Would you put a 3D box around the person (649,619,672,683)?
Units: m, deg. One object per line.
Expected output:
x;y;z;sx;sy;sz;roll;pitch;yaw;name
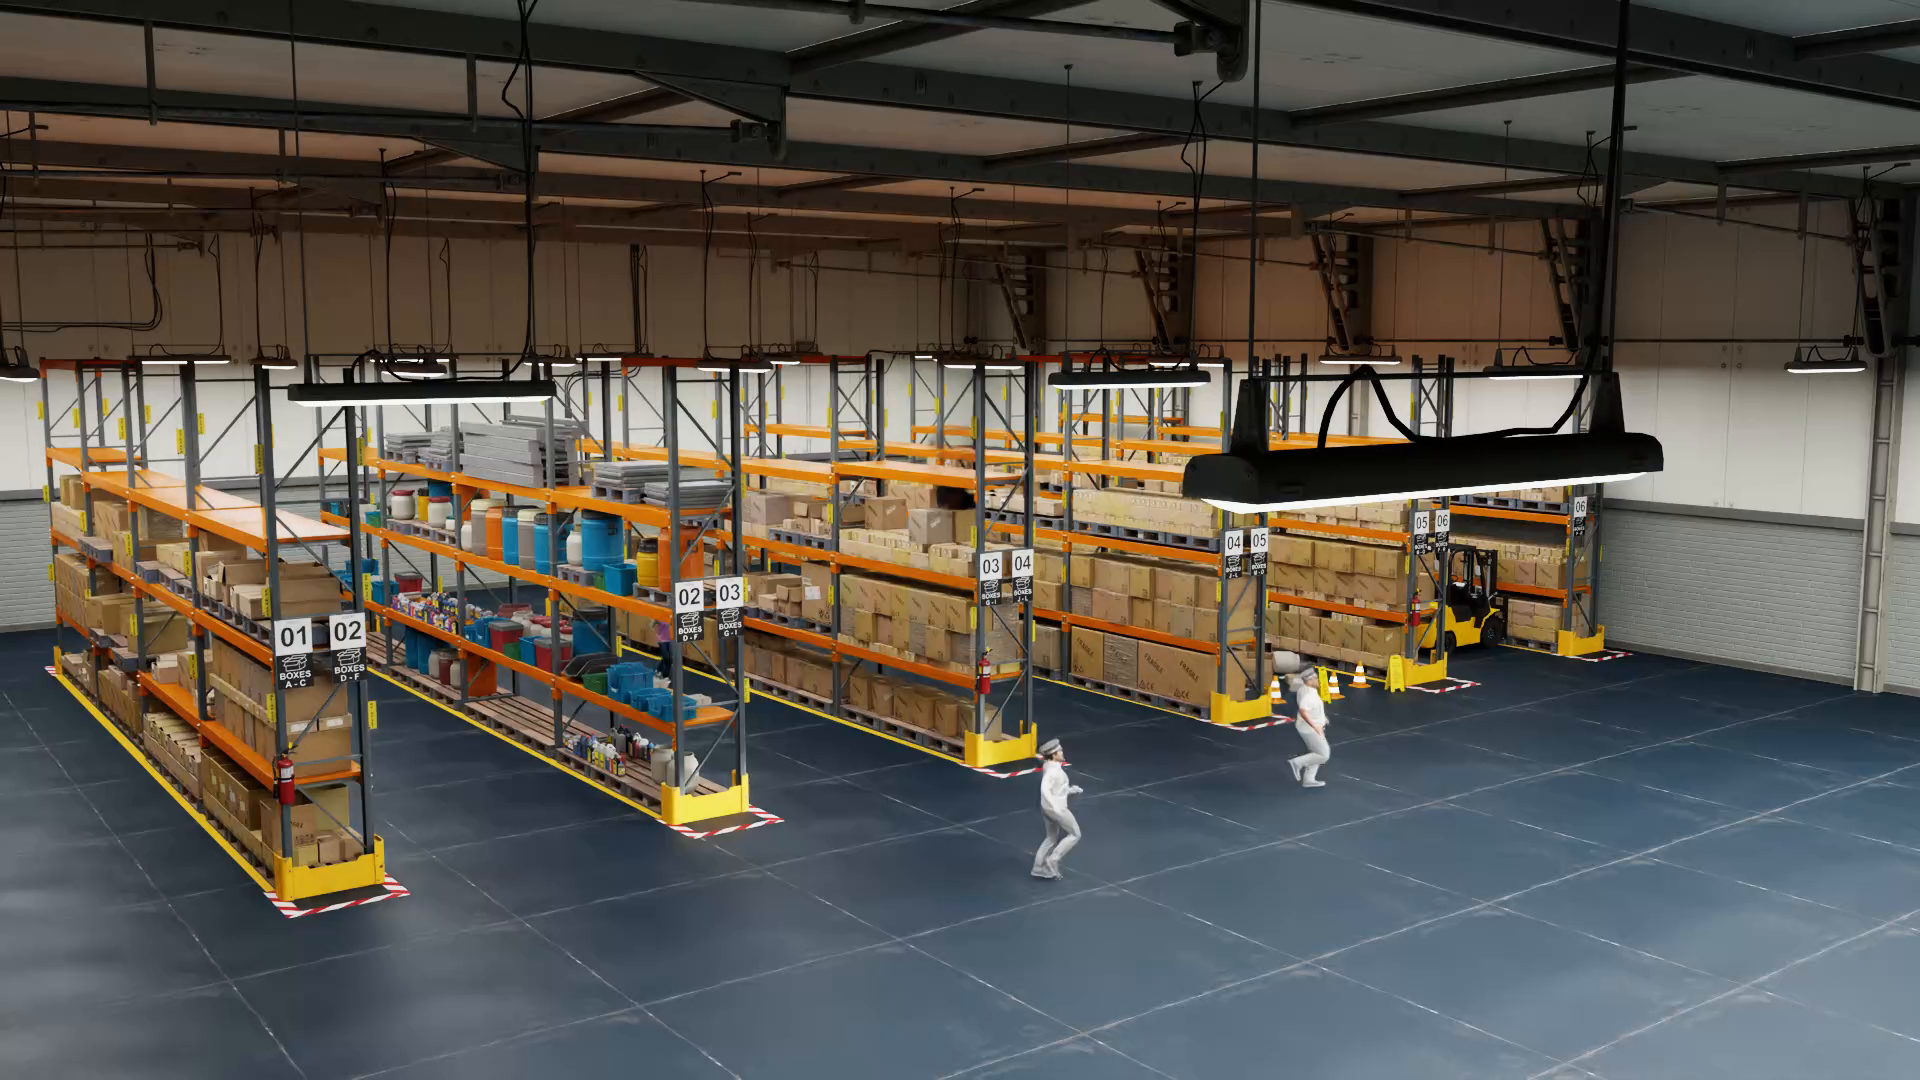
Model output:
-5.404;1.878;30.663;0.531;1.556;0.540;-6;9;-41;person

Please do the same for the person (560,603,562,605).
-8.905;0.760;38.872;0.891;1.822;0.737;-3;7;-21;person

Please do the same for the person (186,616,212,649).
-14.876;1.617;32.437;0.966;1.634;0.621;6;9;39;person

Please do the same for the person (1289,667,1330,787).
4.952;2.653;23.558;0.591;1.725;0.678;0;7;1;person

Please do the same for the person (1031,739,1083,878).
1.154;3.152;19.540;0.616;1.660;0.593;-2;7;-14;person
